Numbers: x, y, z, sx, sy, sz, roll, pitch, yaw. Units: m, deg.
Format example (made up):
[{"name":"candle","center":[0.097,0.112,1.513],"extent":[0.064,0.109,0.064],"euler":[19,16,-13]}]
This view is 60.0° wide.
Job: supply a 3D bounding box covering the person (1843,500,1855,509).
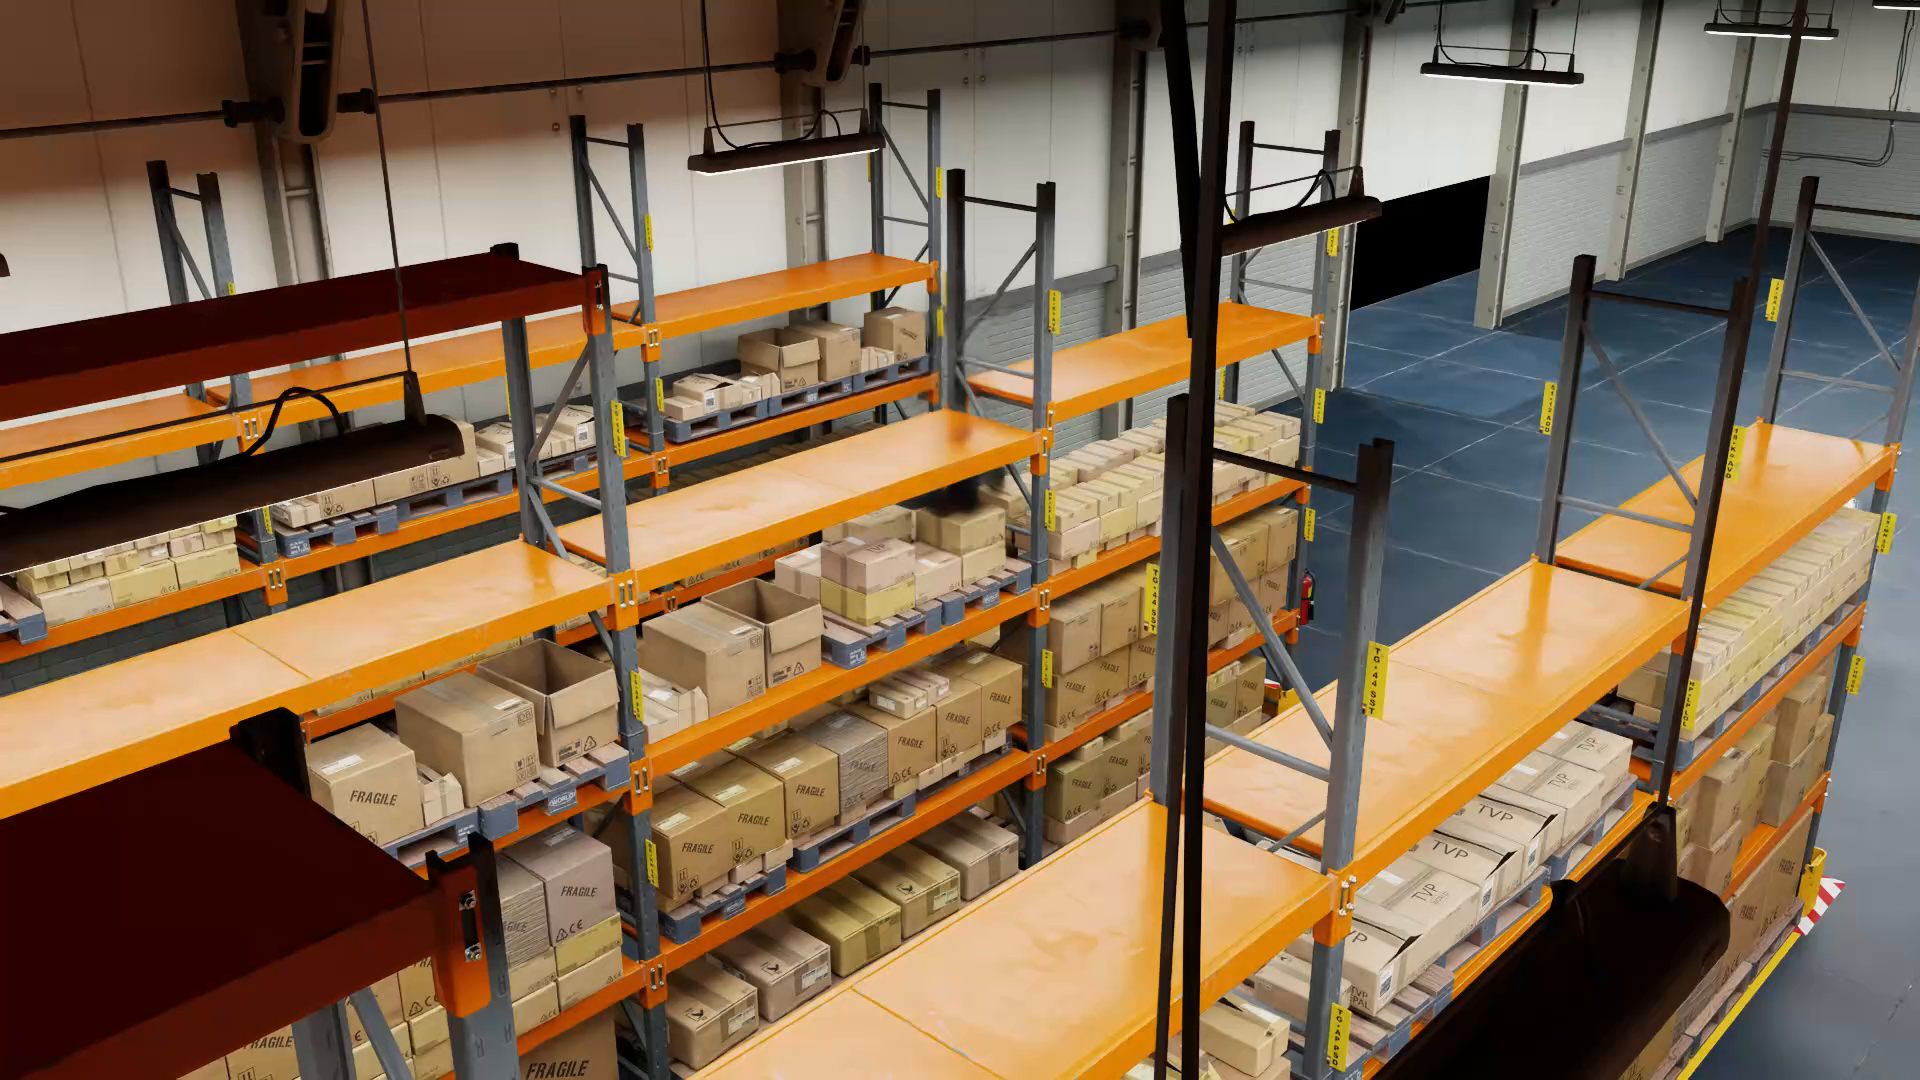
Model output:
[{"name":"person","center":[10.075,0.097,19.365],"extent":[0.649,1.776,1.145],"euler":[-2,21,-4]}]
